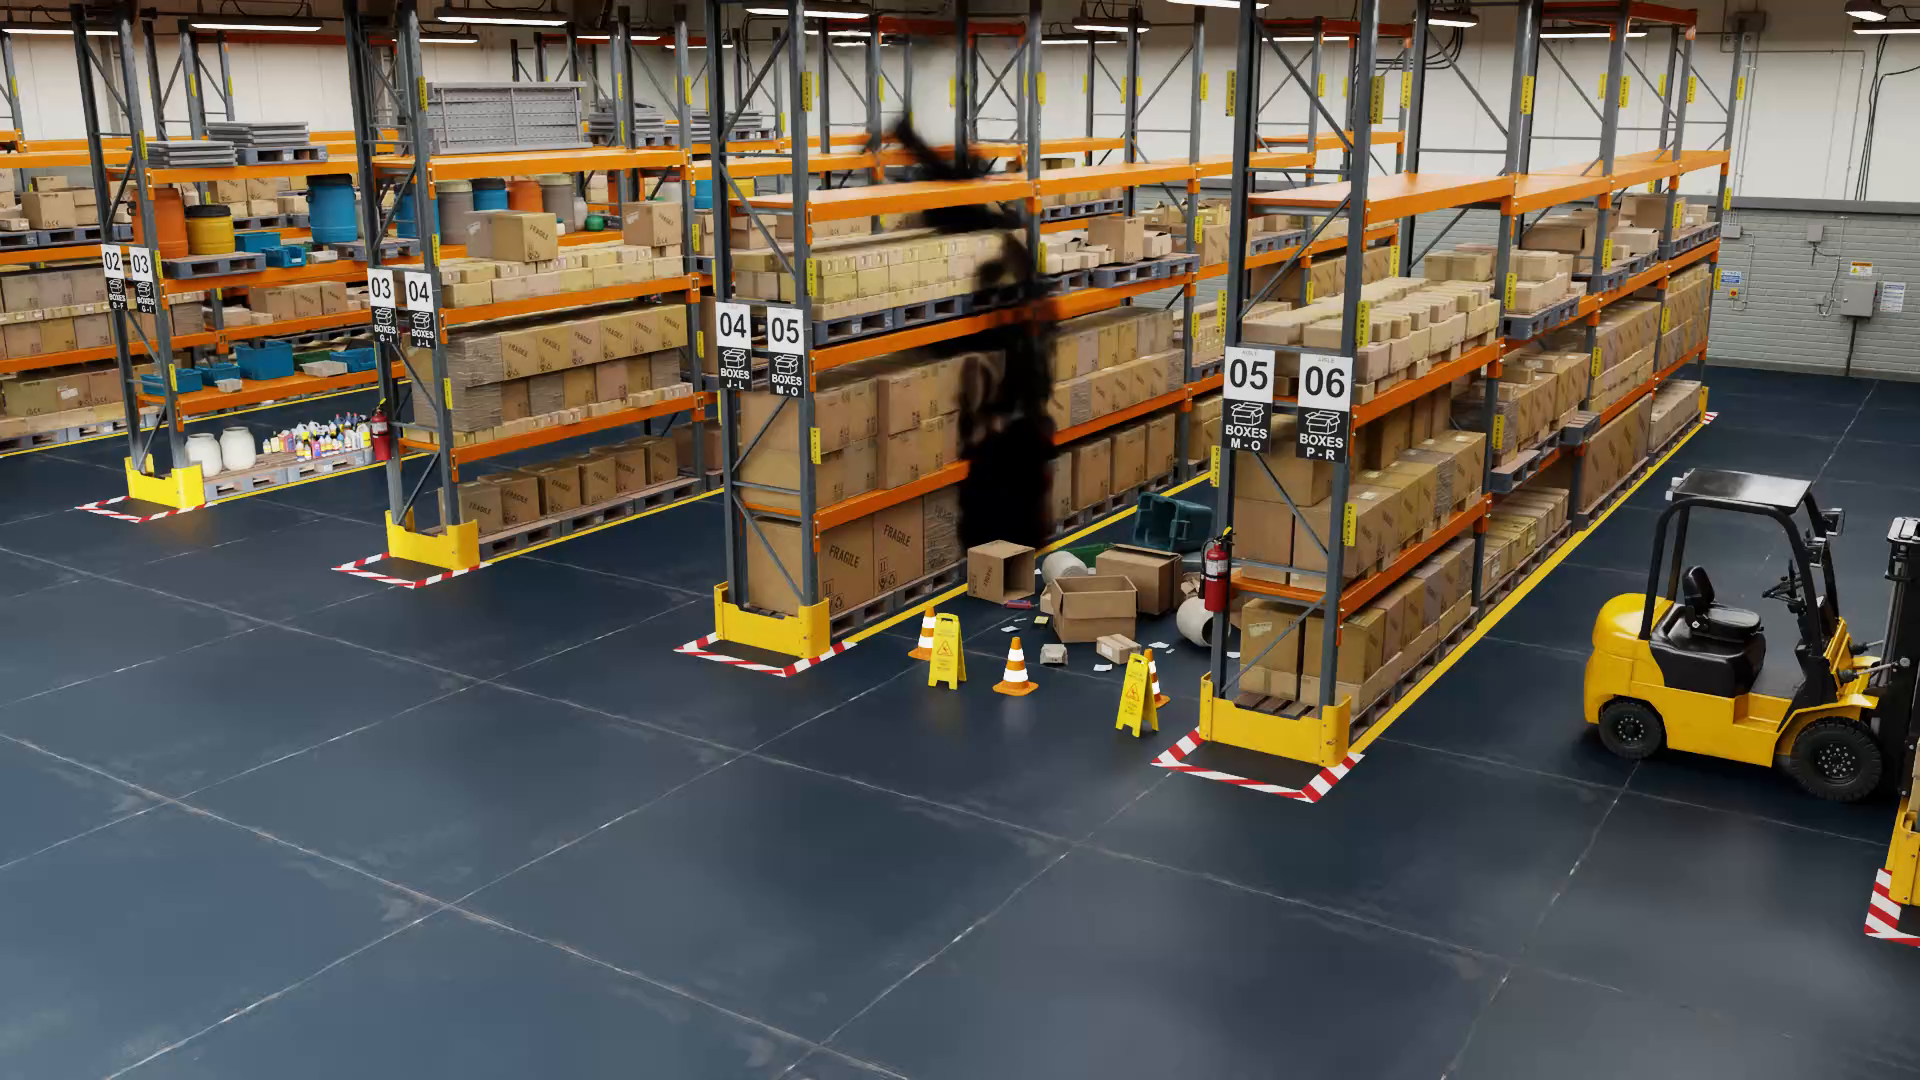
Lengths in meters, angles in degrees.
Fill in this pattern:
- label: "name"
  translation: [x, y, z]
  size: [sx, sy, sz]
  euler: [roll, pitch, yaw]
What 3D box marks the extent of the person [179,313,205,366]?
- label: "person"
  translation: [-13.197, -3.422, 28.443]
  size: [0.550, 1.724, 0.763]
  euler: [8, 17, 26]
